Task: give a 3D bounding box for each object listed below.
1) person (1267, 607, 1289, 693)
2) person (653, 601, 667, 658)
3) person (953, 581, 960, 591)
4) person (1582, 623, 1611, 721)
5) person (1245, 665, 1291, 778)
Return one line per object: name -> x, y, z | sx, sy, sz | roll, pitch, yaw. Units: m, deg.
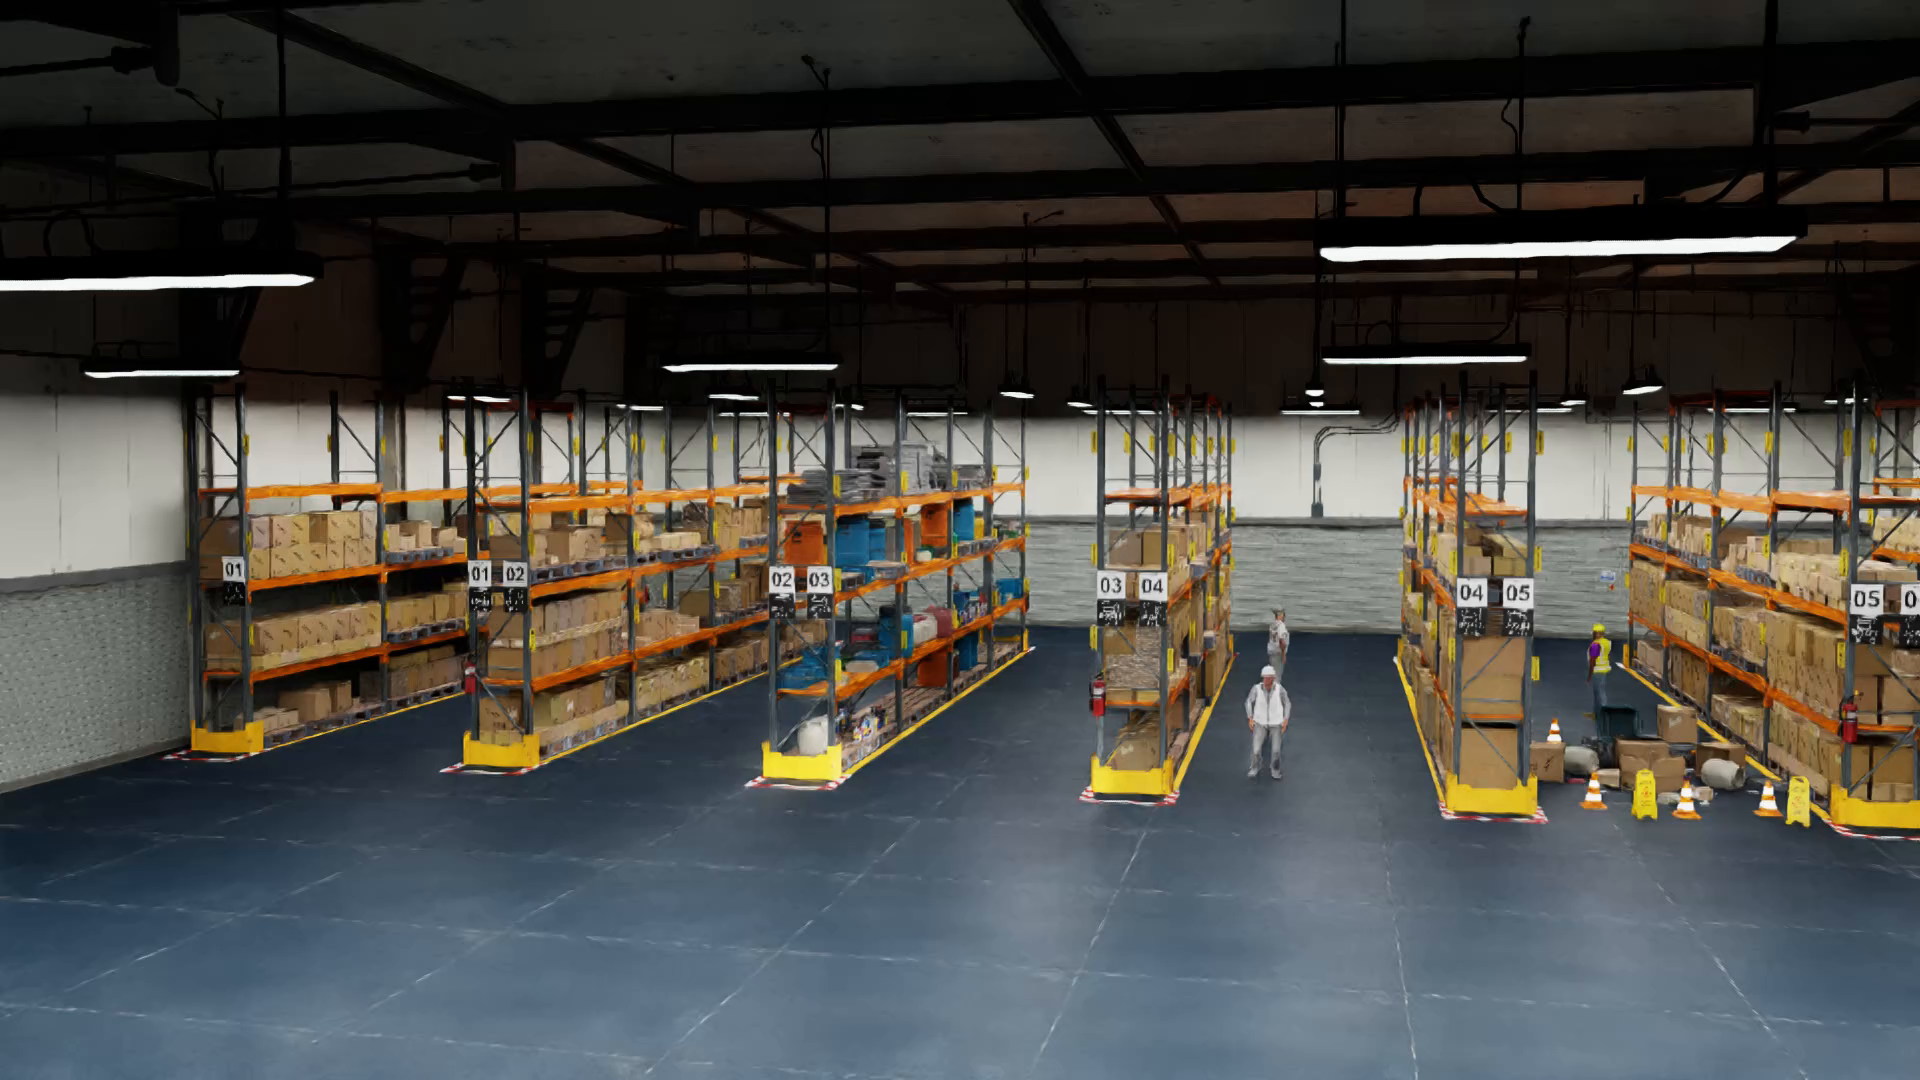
person -> 6.355, 2.219, 33.010 | 0.489, 1.761, 0.619 | -1, 3, -10
person -> -6.467, 2.123, 36.336 | 0.592, 1.621, 0.531 | 1, 3, 11
person -> -0.093, 1.814, 41.623 | 0.443, 1.587, 0.991 | 1, 4, 21
person -> 11.539, 2.383, 30.132 | 0.574, 1.764, 0.669 | 3, 4, 40
person -> 4.610, 2.722, 24.912 | 0.677, 1.726, 0.574 | 1, 3, 12
